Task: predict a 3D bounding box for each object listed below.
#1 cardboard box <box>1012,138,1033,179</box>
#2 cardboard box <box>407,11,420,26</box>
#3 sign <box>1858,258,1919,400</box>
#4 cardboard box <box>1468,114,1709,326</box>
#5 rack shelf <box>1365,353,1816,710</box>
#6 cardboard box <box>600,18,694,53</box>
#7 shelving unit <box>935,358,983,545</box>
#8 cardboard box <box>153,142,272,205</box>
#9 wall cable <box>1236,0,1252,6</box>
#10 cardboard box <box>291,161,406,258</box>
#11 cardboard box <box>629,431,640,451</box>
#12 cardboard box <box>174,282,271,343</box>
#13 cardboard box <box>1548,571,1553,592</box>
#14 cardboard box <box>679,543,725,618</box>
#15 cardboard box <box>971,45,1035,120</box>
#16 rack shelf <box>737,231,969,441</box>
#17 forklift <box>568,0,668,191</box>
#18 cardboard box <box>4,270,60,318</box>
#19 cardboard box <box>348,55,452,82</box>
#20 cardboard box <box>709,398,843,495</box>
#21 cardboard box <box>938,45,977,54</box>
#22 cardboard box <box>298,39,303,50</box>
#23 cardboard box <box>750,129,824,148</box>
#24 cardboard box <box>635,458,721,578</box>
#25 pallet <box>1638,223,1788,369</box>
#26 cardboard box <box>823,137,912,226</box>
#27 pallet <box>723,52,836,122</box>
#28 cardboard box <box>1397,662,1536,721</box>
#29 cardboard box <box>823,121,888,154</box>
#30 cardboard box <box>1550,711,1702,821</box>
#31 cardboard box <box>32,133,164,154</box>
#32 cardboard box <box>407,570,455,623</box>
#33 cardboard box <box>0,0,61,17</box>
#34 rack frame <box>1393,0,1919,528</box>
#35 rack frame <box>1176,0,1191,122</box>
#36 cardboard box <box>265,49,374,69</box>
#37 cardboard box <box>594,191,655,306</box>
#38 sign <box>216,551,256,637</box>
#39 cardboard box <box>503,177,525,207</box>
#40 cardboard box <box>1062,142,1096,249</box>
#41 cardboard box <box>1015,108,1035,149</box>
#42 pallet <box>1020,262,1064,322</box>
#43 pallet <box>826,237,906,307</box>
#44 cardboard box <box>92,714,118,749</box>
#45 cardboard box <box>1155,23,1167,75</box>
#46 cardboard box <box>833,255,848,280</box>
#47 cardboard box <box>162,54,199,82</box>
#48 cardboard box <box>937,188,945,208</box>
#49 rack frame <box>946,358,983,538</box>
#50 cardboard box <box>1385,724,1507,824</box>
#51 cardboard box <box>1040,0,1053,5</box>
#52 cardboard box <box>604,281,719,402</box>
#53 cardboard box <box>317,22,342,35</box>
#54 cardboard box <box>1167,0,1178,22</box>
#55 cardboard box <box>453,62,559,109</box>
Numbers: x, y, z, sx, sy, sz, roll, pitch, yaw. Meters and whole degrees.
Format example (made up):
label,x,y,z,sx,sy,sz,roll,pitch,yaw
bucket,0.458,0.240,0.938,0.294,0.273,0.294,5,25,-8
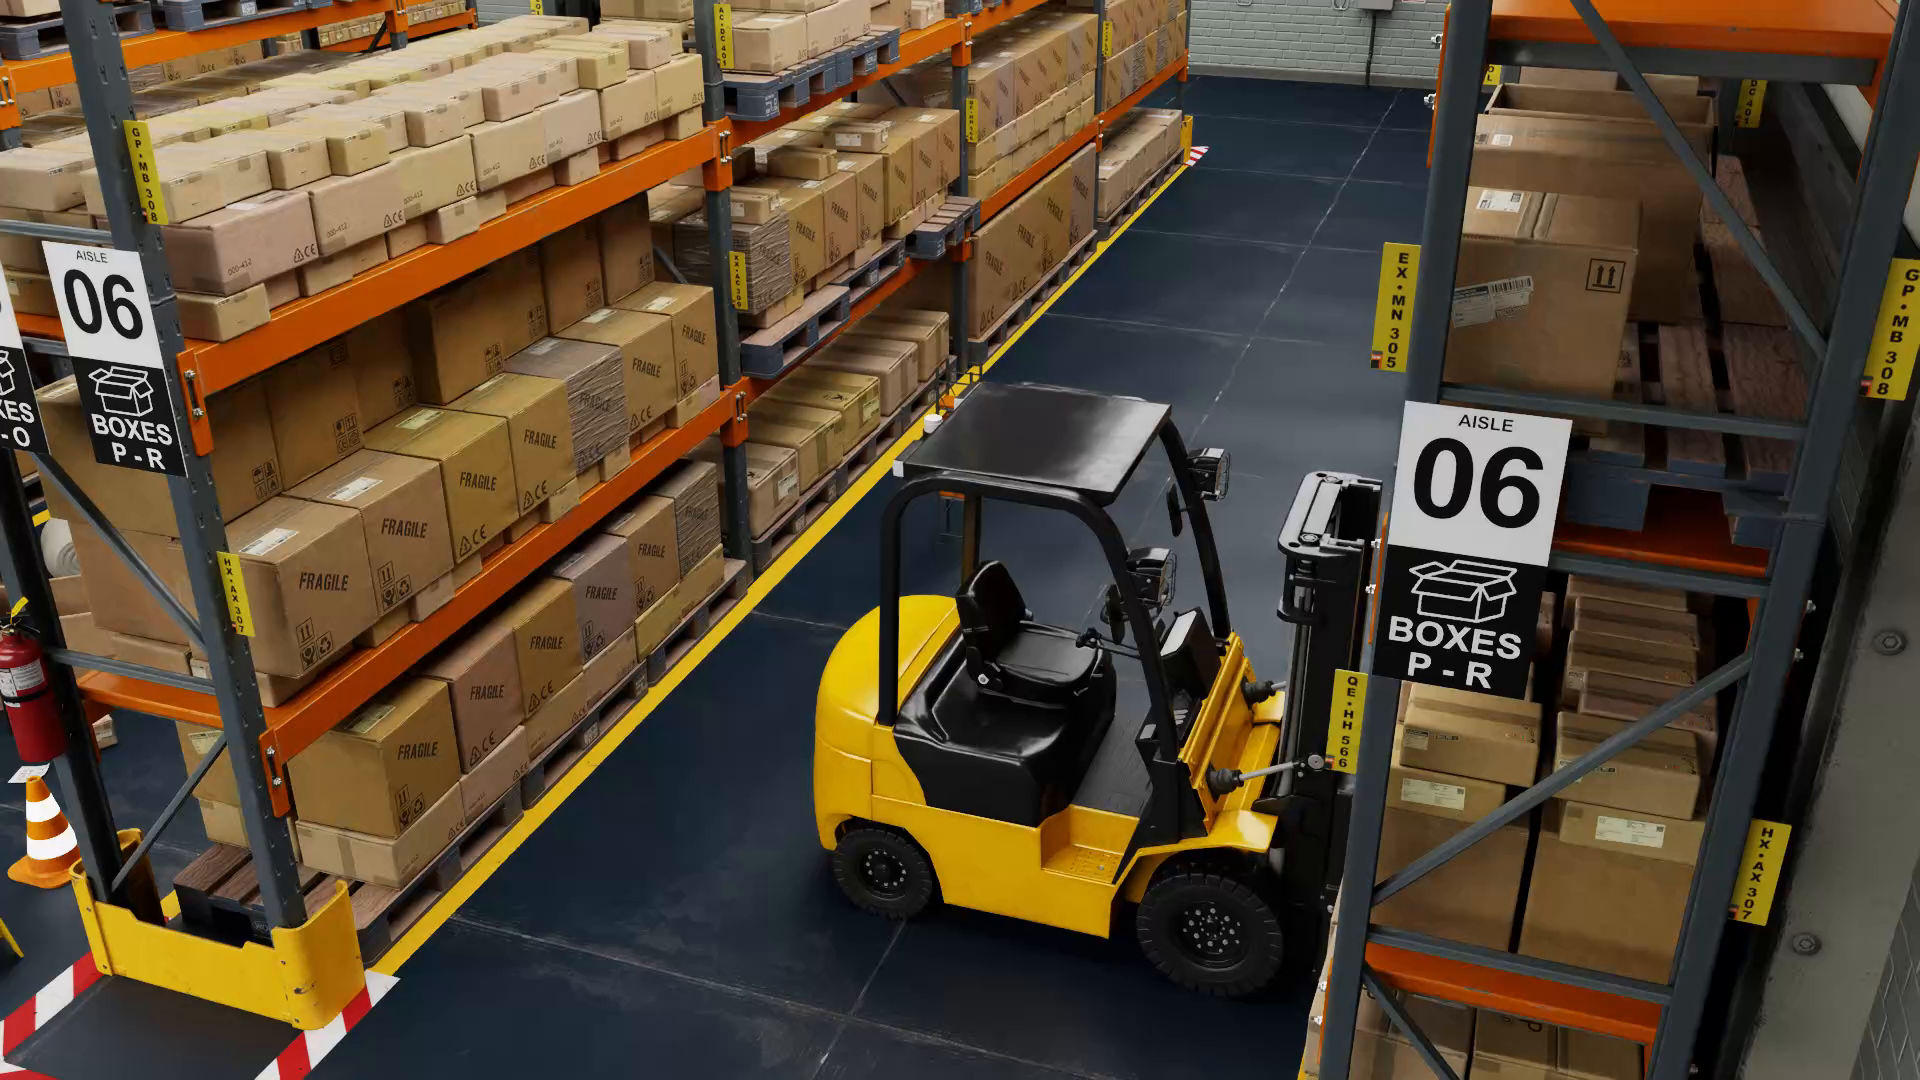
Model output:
label,x,y,z,sx,sy,sz,roll,pitch,yaw
cardboard box,0.307,-3.308,14.313,0.500,0.250,0.500,10,27,19
cardboard box,-7.257,-6.781,21.601,0.380,0.149,0.250,8,27,16
sign,2.114,-0.473,3.749,0.100,0.325,0.005,9,27,17
cardboard box,1.945,-1.030,5.281,0.700,0.500,0.500,9,27,18
rack shelf,2.258,-0.625,5.983,1.077,0.370,4.000,9,27,17
cardboard box,-1.701,-2.872,9.487,0.500,0.250,0.500,8,27,16
shelving unit,-0.005,-0.534,10.476,0.258,1.200,0.189,9,27,17
cardboard box,-2.710,-1.314,5.952,0.380,0.149,0.250,9,27,17
wall cable,4.089,-8.863,24.410,0.585,1.953,0.123,9,27,17
cardboard box,-2.494,-1.285,6.351,0.500,0.250,0.500,8,27,17
cardboard box,-1.911,-0.550,8.733,0.380,0.149,0.250,8,27,17
cardboard box,-2.673,-0.822,5.851,0.380,0.149,0.250,9,27,17
cardboard box,2.699,0.173,6.836,0.500,0.500,0.500,8,27,16
cardboard box,-1.702,0.191,9.586,0.500,0.250,0.500,10,28,20
cardboard box,0.310,-3.861,14.020,0.500,0.500,0.500,10,27,19
rack shelf,-1.093,-1.637,11.515,1.077,0.370,4.000,9,27,17
forklift,-2.798,-2.741,13.048,1.130,2.935,3.031,11,28,21
cardboard box,-3.234,-0.920,6.053,0.380,0.149,0.250,9,27,18
cardboard box,-2.553,-2.110,7.597,0.380,0.149,0.250,8,27,17
cardboard box,-1.350,-0.657,11.199,0.950,0.372,0.625,11,28,21
cardboard box,-0.167,-3.944,14.191,0.500,0.500,0.500,9,27,17
cardboard box,-7.942,-5.932,19.848,0.380,0.149,0.250,8,27,16
cardboard box,-1.132,-2.565,11.668,0.500,0.500,0.500,9,27,18
cardboard box,-1.702,-0.146,9.422,0.500,0.500,0.500,8,27,17
pallet,2.257,-0.877,5.779,1.003,0.211,1.213,9,27,17
cardboard box,-0.645,-2.502,11.538,0.500,0.500,0.500,7,27,14
pallet,-1.452,-2.643,9.540,1.213,0.211,1.003,9,27,17
cardboard box,1.566,0.468,5.140,0.380,0.149,0.250,9,27,18
cardboard box,-0.706,-2.730,11.263,0.380,0.149,0.250,7,27,15
cardboard box,1.906,0.645,4.775,0.380,0.149,0.250,8,27,16
cardboard box,-3.133,-1.374,6.076,0.380,0.149,0.250,9,27,18
cardboard box,-2.418,0.207,7.168,0.380,0.149,0.250,9,27,18
cardboard box,-6.024,-3.551,10.757,0.258,0.266,0.396,8,27,17
rack frame,1.593,-1.477,3.475,1.000,3.000,0.127,9,27,17
rack frame,2.235,-6.071,19.846,1.000,3.000,0.127,9,27,17
cardboard box,-5.288,-3.771,13.835,0.700,0.500,0.500,9,27,17
cardboard box,-2.109,-1.619,9.048,0.700,0.500,0.500,8,27,17
sign,-2.578,0.194,5.915,0.100,0.325,0.005,9,27,17
cardboard box,-2.180,-1.581,7.419,0.380,0.149,0.250,8,27,17
cardboard box,0.773,-3.393,16.272,0.875,0.875,0.875,10,27,19
cardboard box,0.325,-3.528,14.193,0.500,0.250,0.500,9,27,17
pallet,0.314,-2.341,15.342,1.003,0.211,1.213,9,27,17
pallet,-1.047,-1.877,11.405,1.003,0.211,1.213,9,27,17
cardboard box,-4.558,0.956,8.604,0.250,0.149,0.380,-20,33,-36
cardboard box,1.981,-5.462,18.474,0.500,0.500,0.500,10,27,19
cardboard box,-0.954,-1.826,10.886,0.380,0.149,0.250,9,27,18
cardboard box,-8.678,-5.259,18.055,0.500,0.500,0.500,8,27,17
cardboard box,-0.335,-2.569,12.421,0.380,0.149,0.250,9,27,18
rack frame,0.026,-0.572,10.554,0.240,1.200,0.006,9,27,17
cardboard box,1.444,0.703,4.997,0.380,0.149,0.250,9,27,18
cardboard box,0.706,-5.386,16.426,0.380,0.149,0.250,8,27,16
cardboard box,-1.672,-1.099,9.122,0.500,0.500,0.500,8,27,16
cardboard box,-7.868,-6.289,20.128,0.500,0.250,0.500,9,27,17
cardboard box,2.153,-6.114,18.673,0.500,0.500,0.500,9,27,18
cardboard box,-2.026,-2.030,7.432,0.380,0.149,0.250,9,27,18
